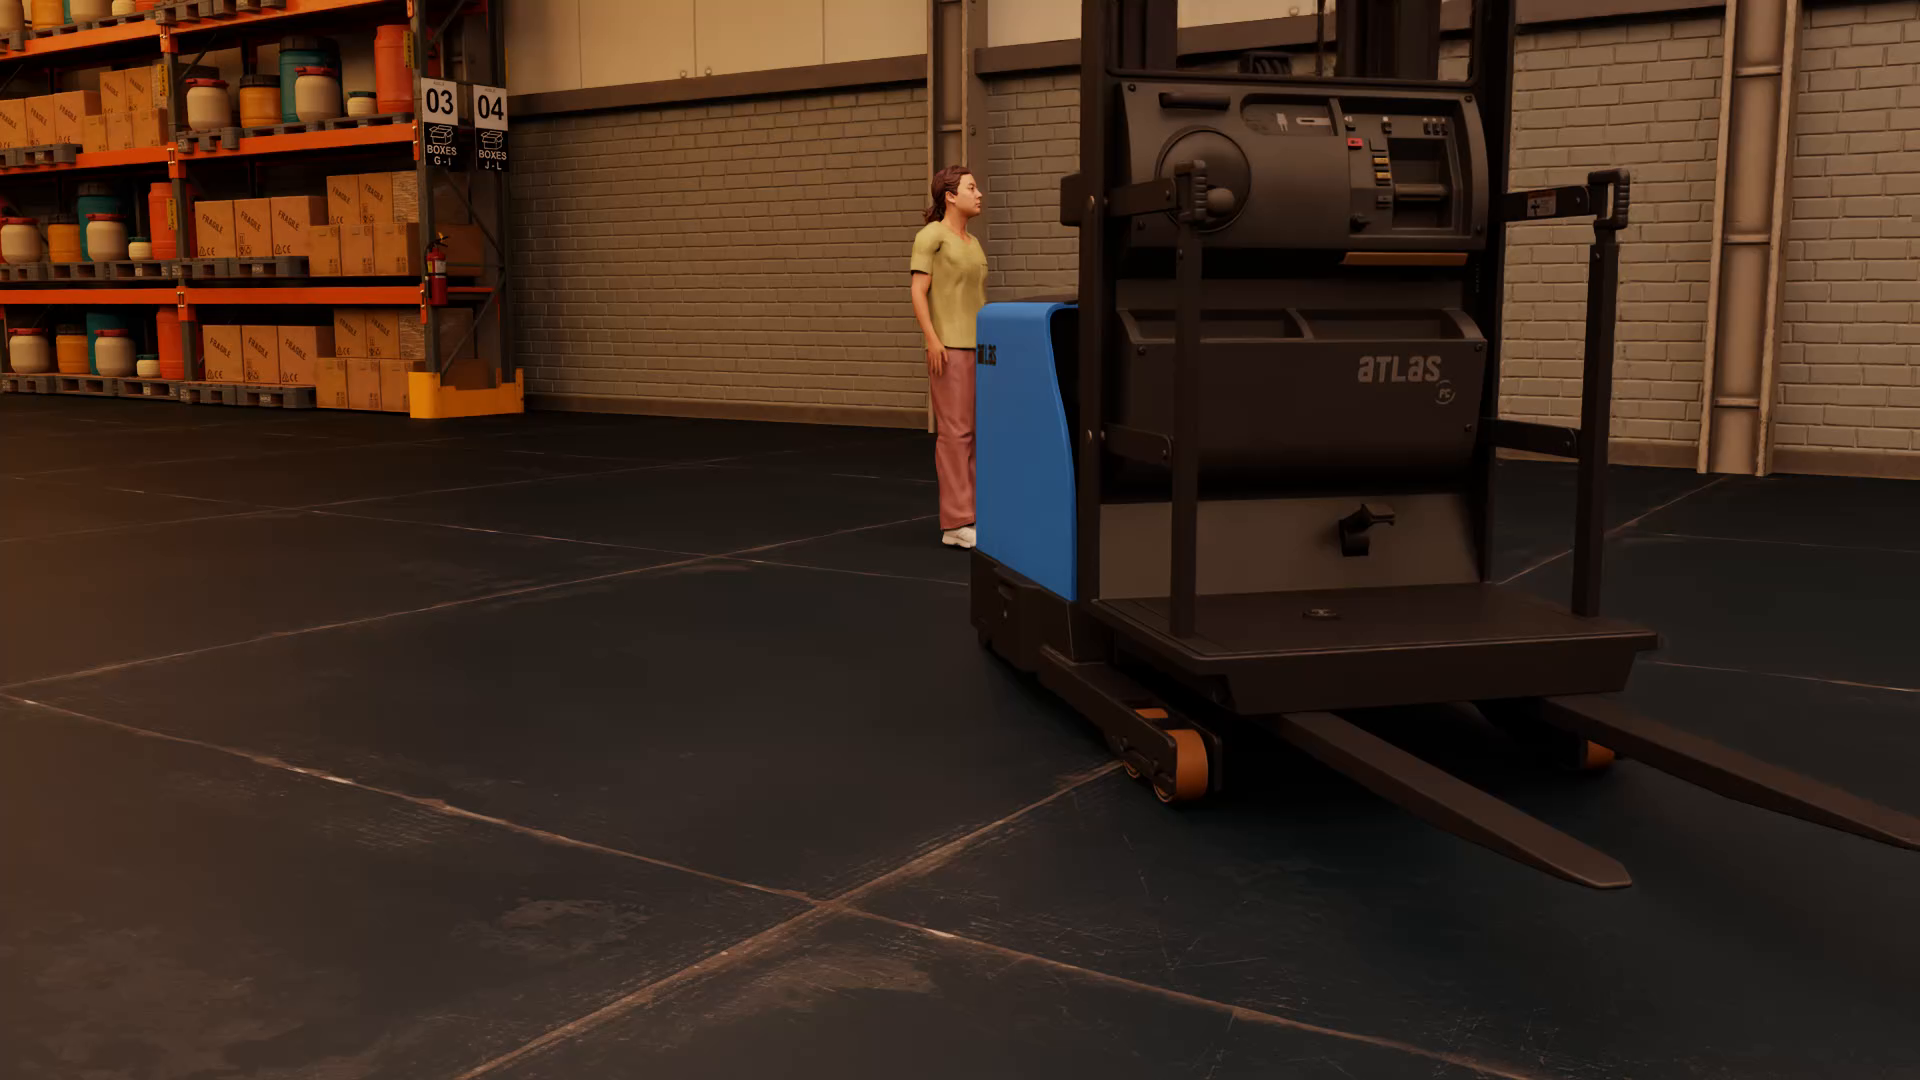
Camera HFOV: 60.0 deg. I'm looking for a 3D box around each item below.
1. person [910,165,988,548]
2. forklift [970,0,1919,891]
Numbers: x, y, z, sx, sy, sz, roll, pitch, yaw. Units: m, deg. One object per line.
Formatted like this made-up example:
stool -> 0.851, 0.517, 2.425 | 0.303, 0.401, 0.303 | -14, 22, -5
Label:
person -> 0.055, -0.830, 7.435 | 0.549, 1.675, 0.555 | 5, 10, 34
forklift -> 0.891, -0.940, 3.799 | 1.130, 2.935, 3.031 | -2, 8, -14
